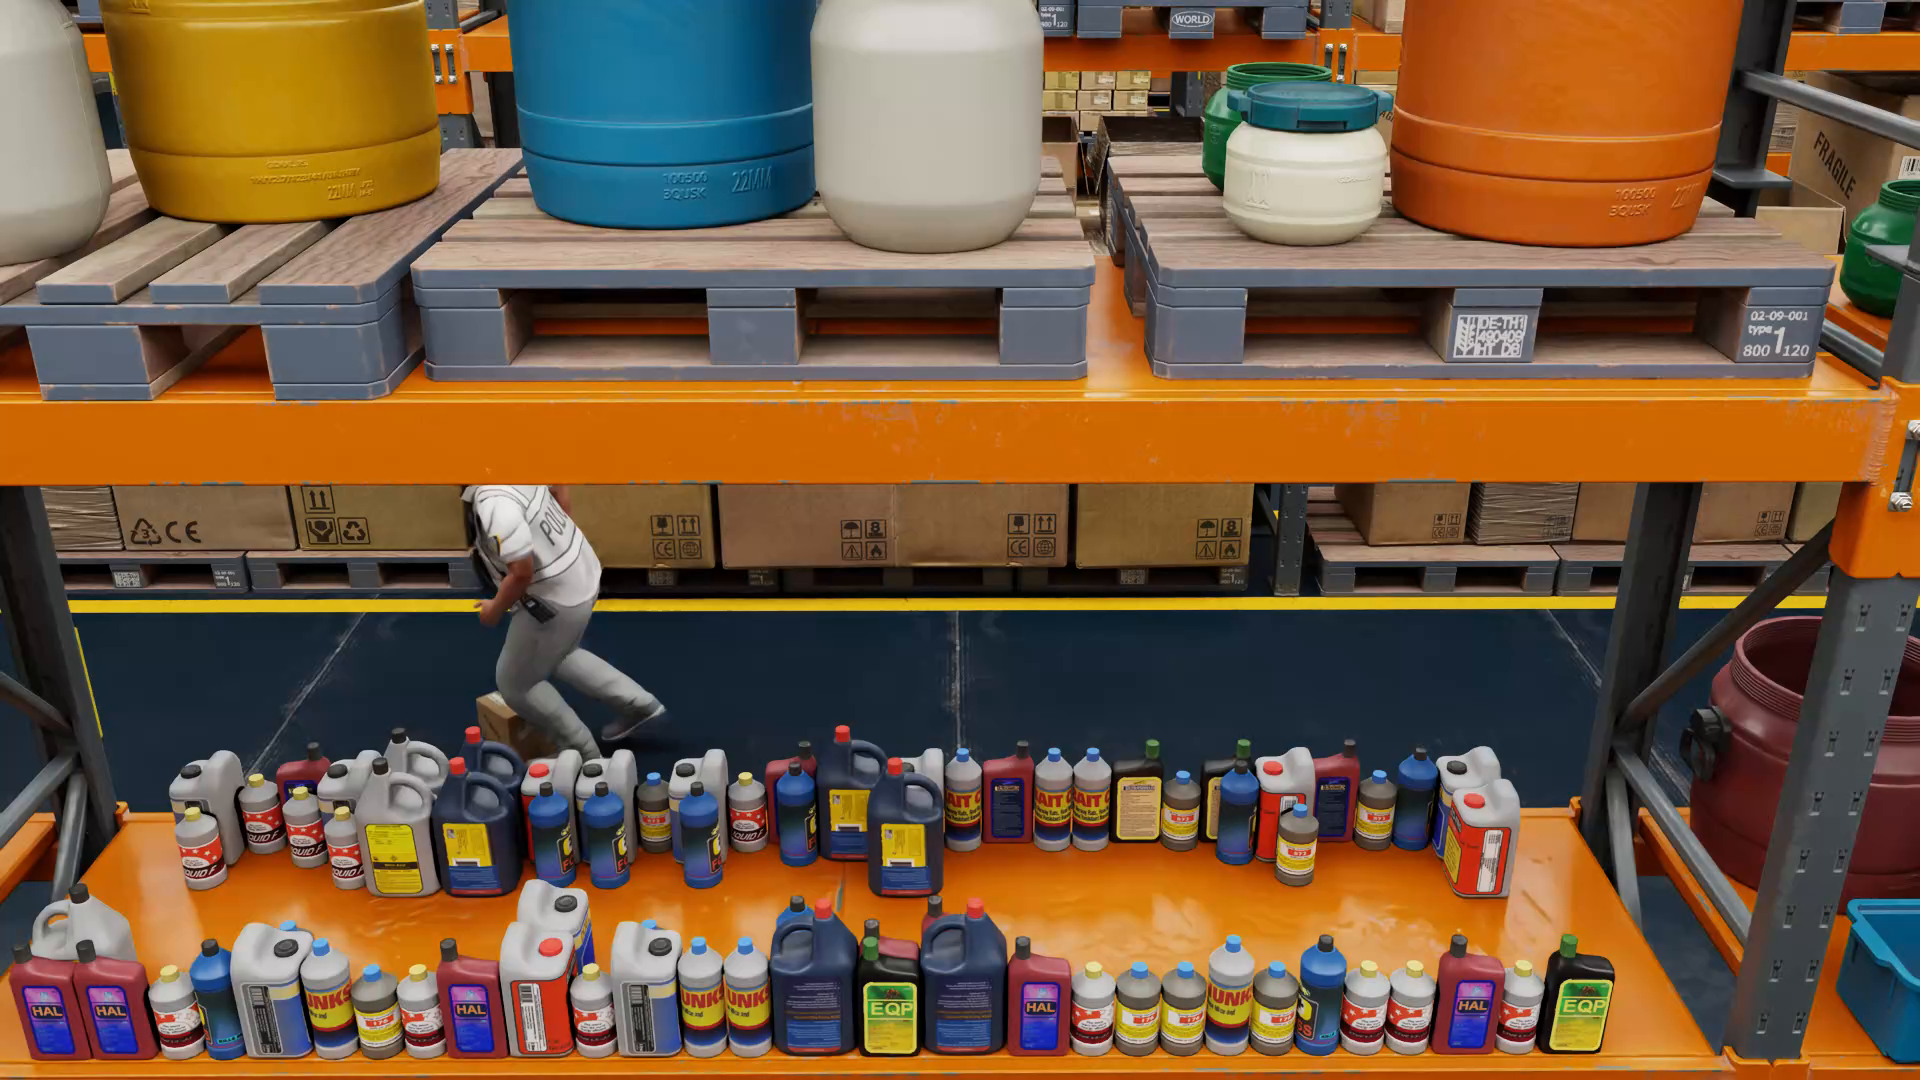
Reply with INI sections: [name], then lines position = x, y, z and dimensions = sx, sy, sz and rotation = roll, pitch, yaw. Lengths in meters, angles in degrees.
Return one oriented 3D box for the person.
[person]
position = -1.648, 0.223, 6.752
dimensions = 0.791, 1.630, 0.712
rotation = -2, 24, -4
